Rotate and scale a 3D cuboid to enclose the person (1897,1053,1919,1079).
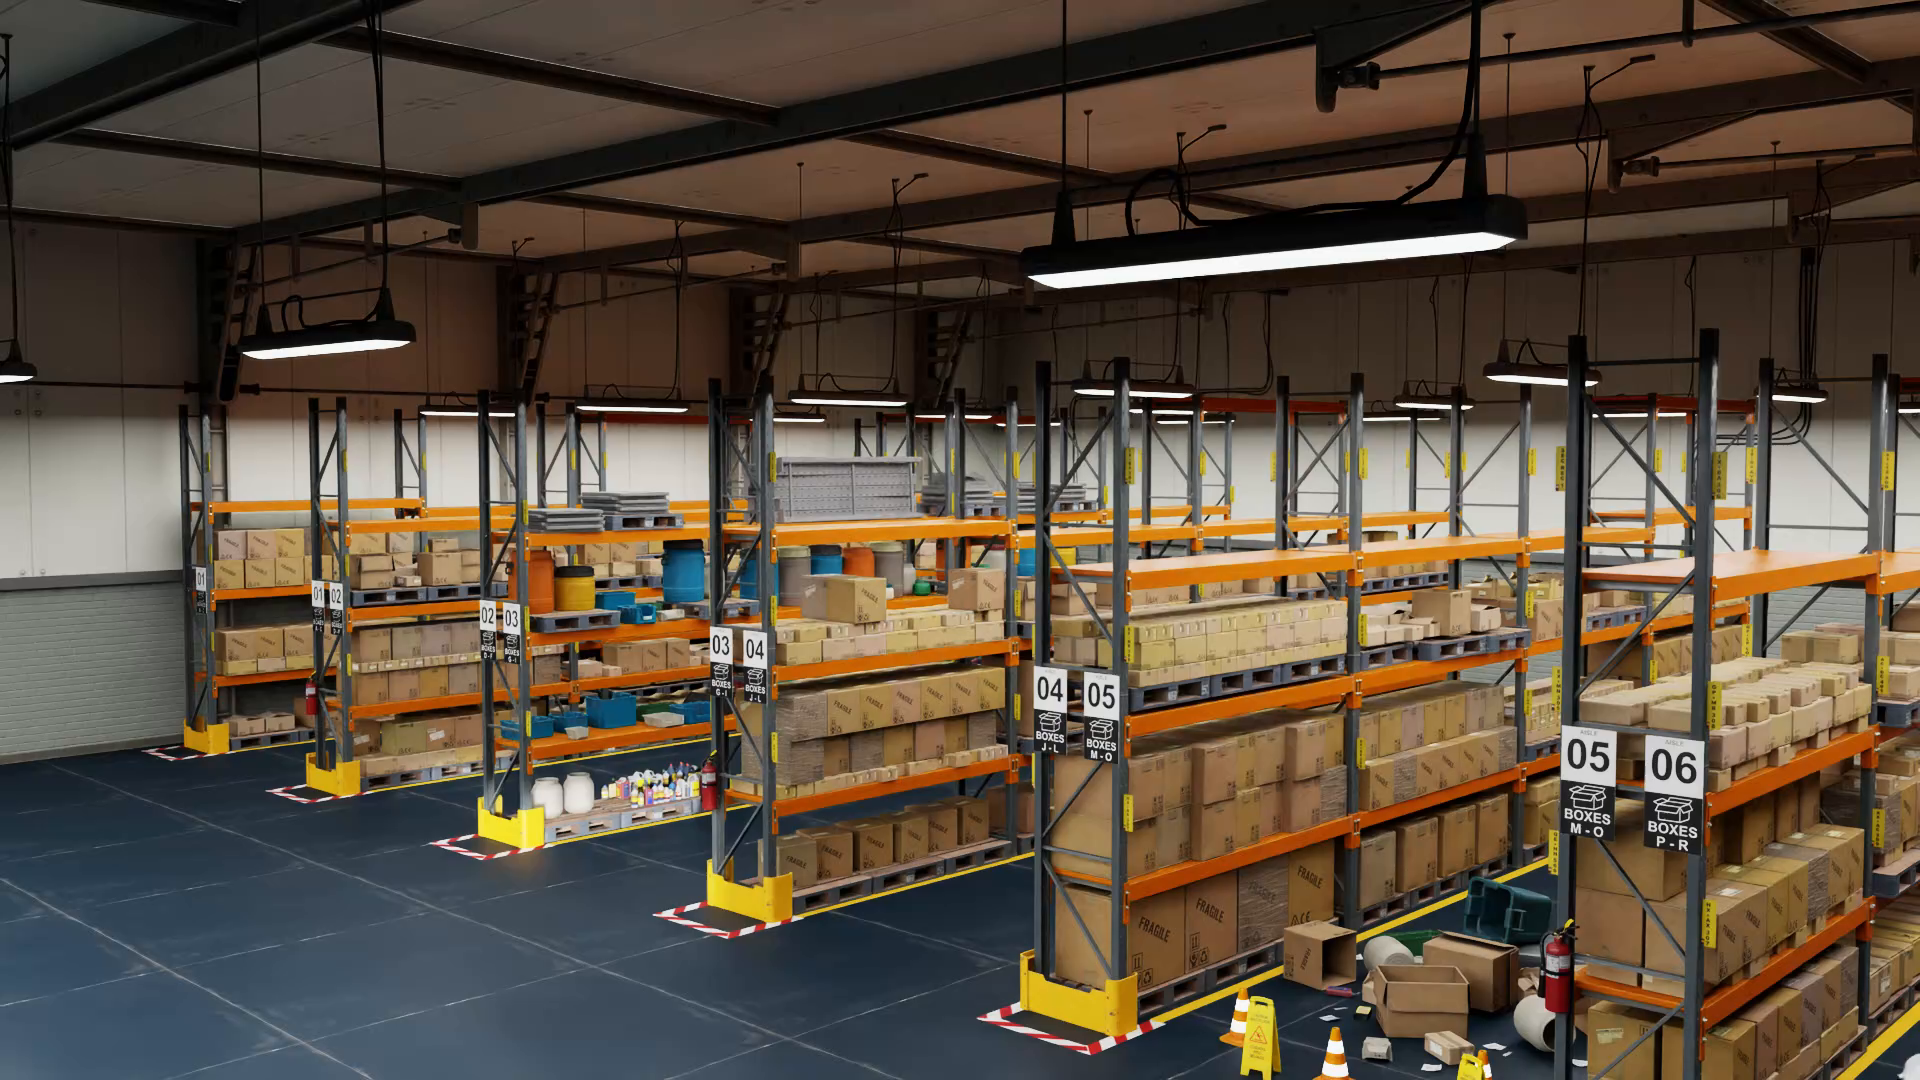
[{"bbox_3d":[5.647,3.819,9.671,1.055,1.673,0.554,-3,4,-42],"label":"person"}]
